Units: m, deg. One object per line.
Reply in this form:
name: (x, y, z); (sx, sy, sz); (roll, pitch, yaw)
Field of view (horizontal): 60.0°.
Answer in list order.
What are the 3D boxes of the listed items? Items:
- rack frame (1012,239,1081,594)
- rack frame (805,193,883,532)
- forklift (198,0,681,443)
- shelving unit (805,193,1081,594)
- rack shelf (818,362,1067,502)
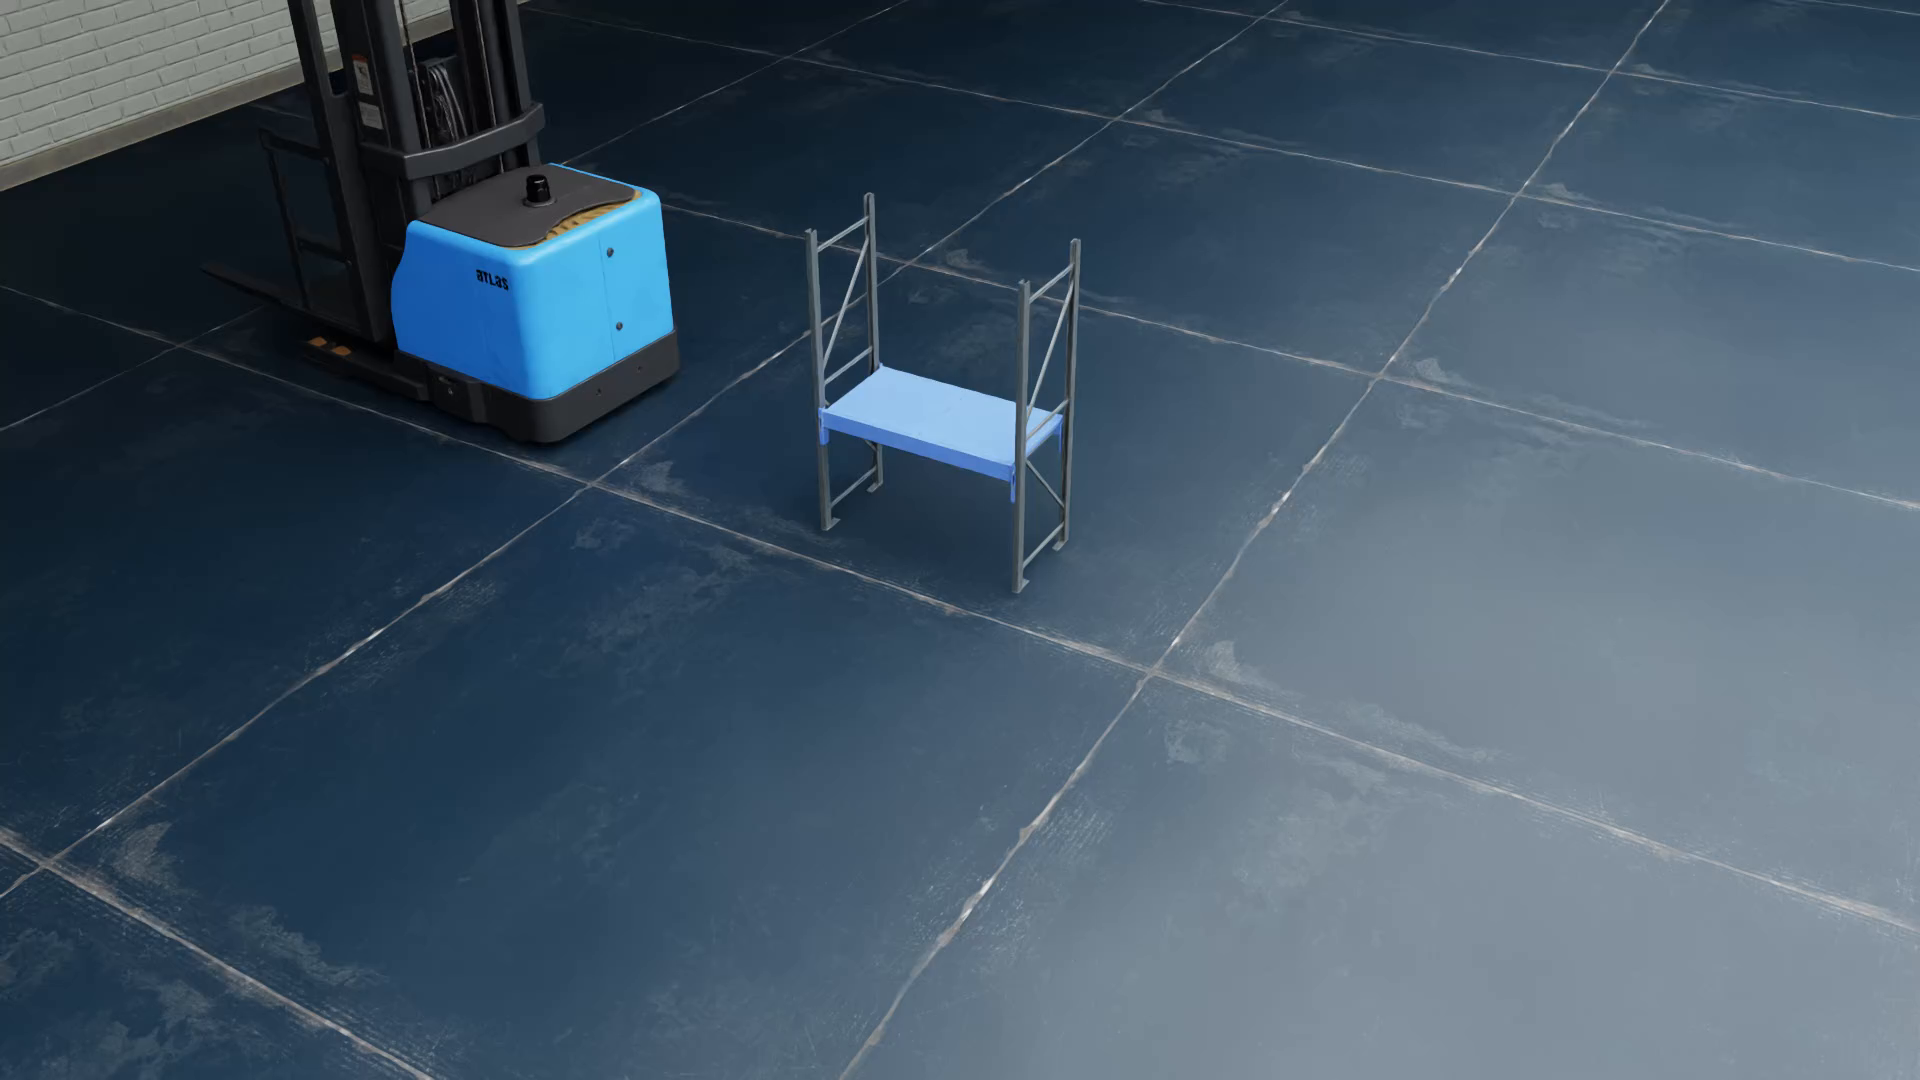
rack frame: (0.367, -0.508, 7.160); (0.032, 1.500, 0.500); (18, 37, 24)
rack frame: (-0.515, -0.788, 7.579); (0.032, 1.500, 0.500); (18, 37, 24)
forklift: (-3.027, -2.331, 8.606); (3.031, 2.935, 1.130); (20, 39, 27)
shelving unit: (-0.074, -0.648, 7.370); (1.048, 1.500, 0.538); (18, 37, 24)
rack shelf: (-0.074, -0.498, 7.469); (1.000, 0.185, 0.538); (18, 37, 24)
